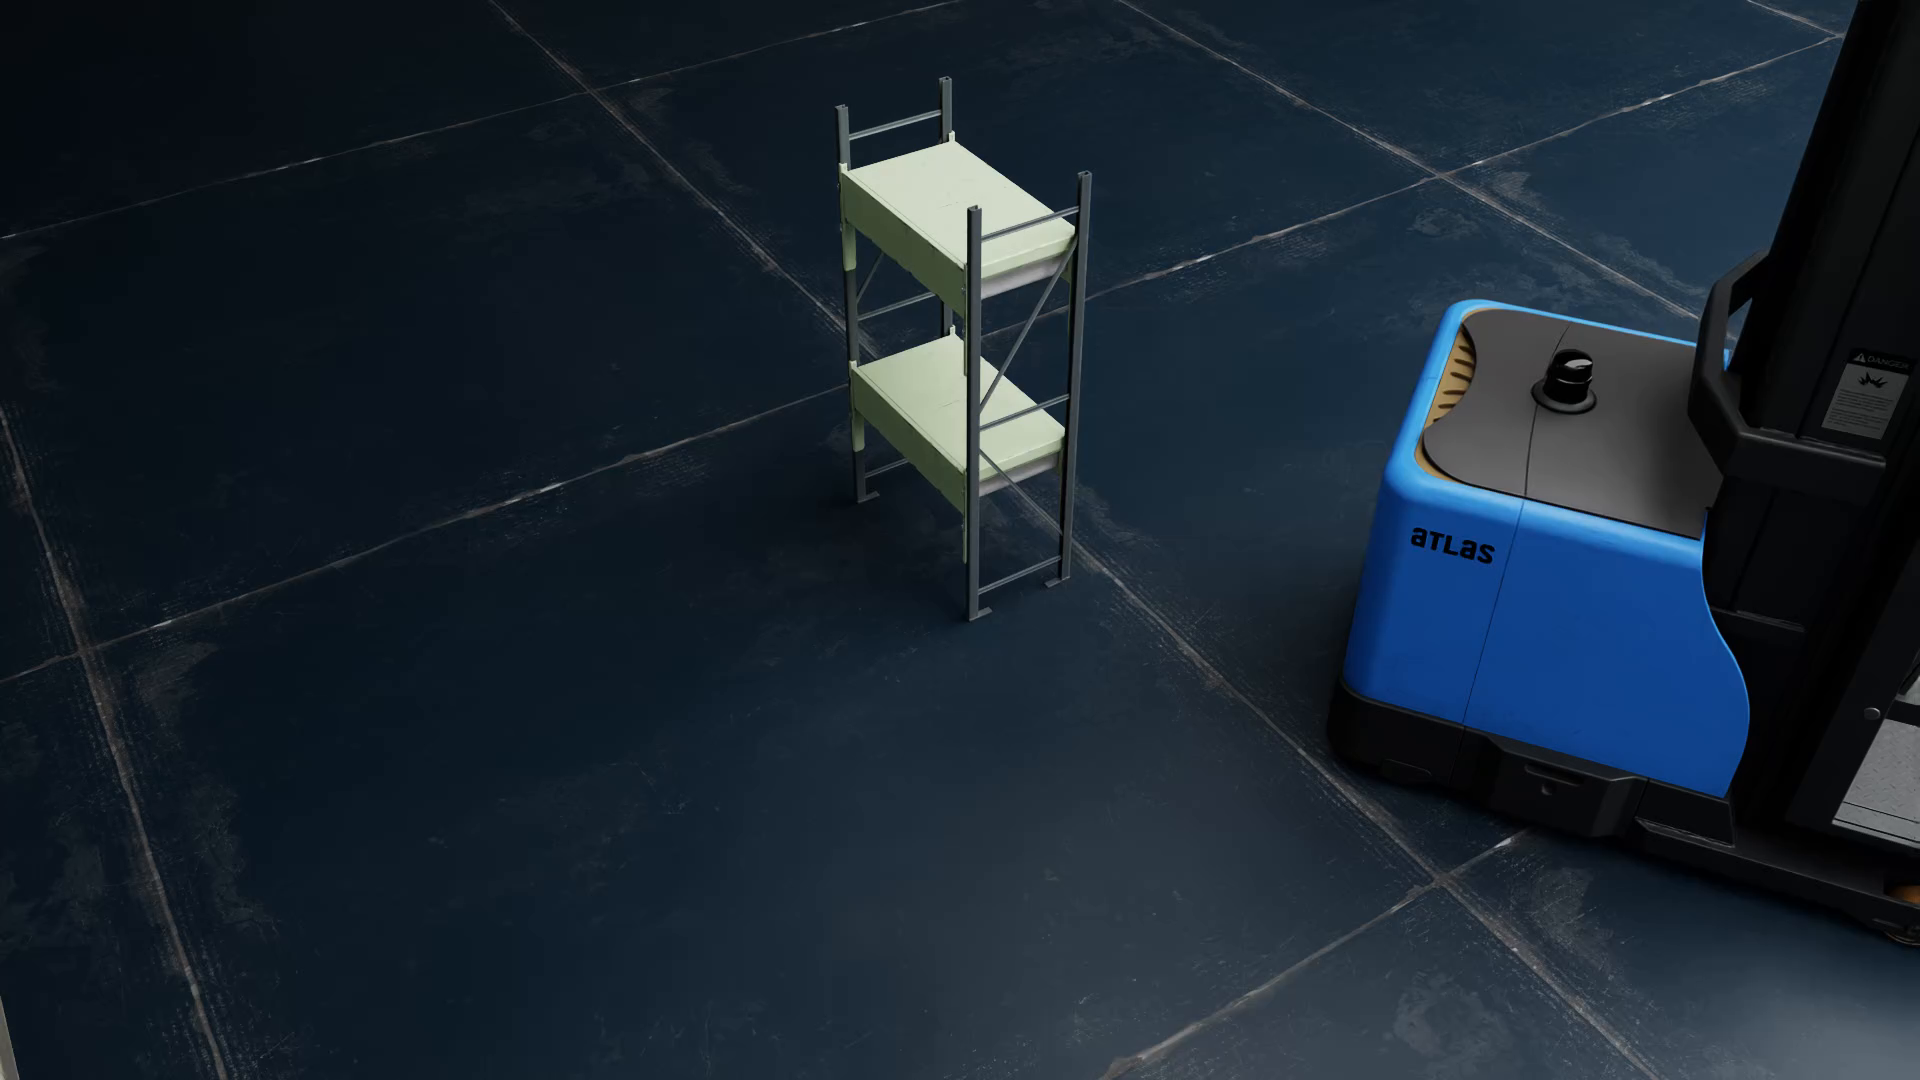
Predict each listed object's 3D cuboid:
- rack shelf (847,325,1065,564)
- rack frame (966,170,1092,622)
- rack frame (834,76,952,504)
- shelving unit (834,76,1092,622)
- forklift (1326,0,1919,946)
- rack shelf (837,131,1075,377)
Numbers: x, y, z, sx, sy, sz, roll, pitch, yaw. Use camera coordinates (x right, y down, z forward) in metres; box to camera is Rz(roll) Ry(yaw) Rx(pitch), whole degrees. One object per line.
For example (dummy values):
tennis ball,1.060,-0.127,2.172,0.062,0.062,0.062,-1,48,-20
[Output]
rack shelf,-0.004,-0.329,5.483,0.431,0.370,0.720,-22,45,-24
rack frame,0.193,-0.382,5.037,0.400,1.500,0.023,-22,45,-24
rack frame,-0.200,-0.777,5.511,0.400,1.500,0.023,-22,45,-24
shelving unit,-0.004,-0.580,5.274,0.431,1.500,0.755,-22,45,-24
forklift,2.655,-0.384,3.921,3.031,2.935,1.130,15,42,18
rack shelf,-0.004,-0.880,5.024,0.431,0.370,0.720,-22,45,-24
